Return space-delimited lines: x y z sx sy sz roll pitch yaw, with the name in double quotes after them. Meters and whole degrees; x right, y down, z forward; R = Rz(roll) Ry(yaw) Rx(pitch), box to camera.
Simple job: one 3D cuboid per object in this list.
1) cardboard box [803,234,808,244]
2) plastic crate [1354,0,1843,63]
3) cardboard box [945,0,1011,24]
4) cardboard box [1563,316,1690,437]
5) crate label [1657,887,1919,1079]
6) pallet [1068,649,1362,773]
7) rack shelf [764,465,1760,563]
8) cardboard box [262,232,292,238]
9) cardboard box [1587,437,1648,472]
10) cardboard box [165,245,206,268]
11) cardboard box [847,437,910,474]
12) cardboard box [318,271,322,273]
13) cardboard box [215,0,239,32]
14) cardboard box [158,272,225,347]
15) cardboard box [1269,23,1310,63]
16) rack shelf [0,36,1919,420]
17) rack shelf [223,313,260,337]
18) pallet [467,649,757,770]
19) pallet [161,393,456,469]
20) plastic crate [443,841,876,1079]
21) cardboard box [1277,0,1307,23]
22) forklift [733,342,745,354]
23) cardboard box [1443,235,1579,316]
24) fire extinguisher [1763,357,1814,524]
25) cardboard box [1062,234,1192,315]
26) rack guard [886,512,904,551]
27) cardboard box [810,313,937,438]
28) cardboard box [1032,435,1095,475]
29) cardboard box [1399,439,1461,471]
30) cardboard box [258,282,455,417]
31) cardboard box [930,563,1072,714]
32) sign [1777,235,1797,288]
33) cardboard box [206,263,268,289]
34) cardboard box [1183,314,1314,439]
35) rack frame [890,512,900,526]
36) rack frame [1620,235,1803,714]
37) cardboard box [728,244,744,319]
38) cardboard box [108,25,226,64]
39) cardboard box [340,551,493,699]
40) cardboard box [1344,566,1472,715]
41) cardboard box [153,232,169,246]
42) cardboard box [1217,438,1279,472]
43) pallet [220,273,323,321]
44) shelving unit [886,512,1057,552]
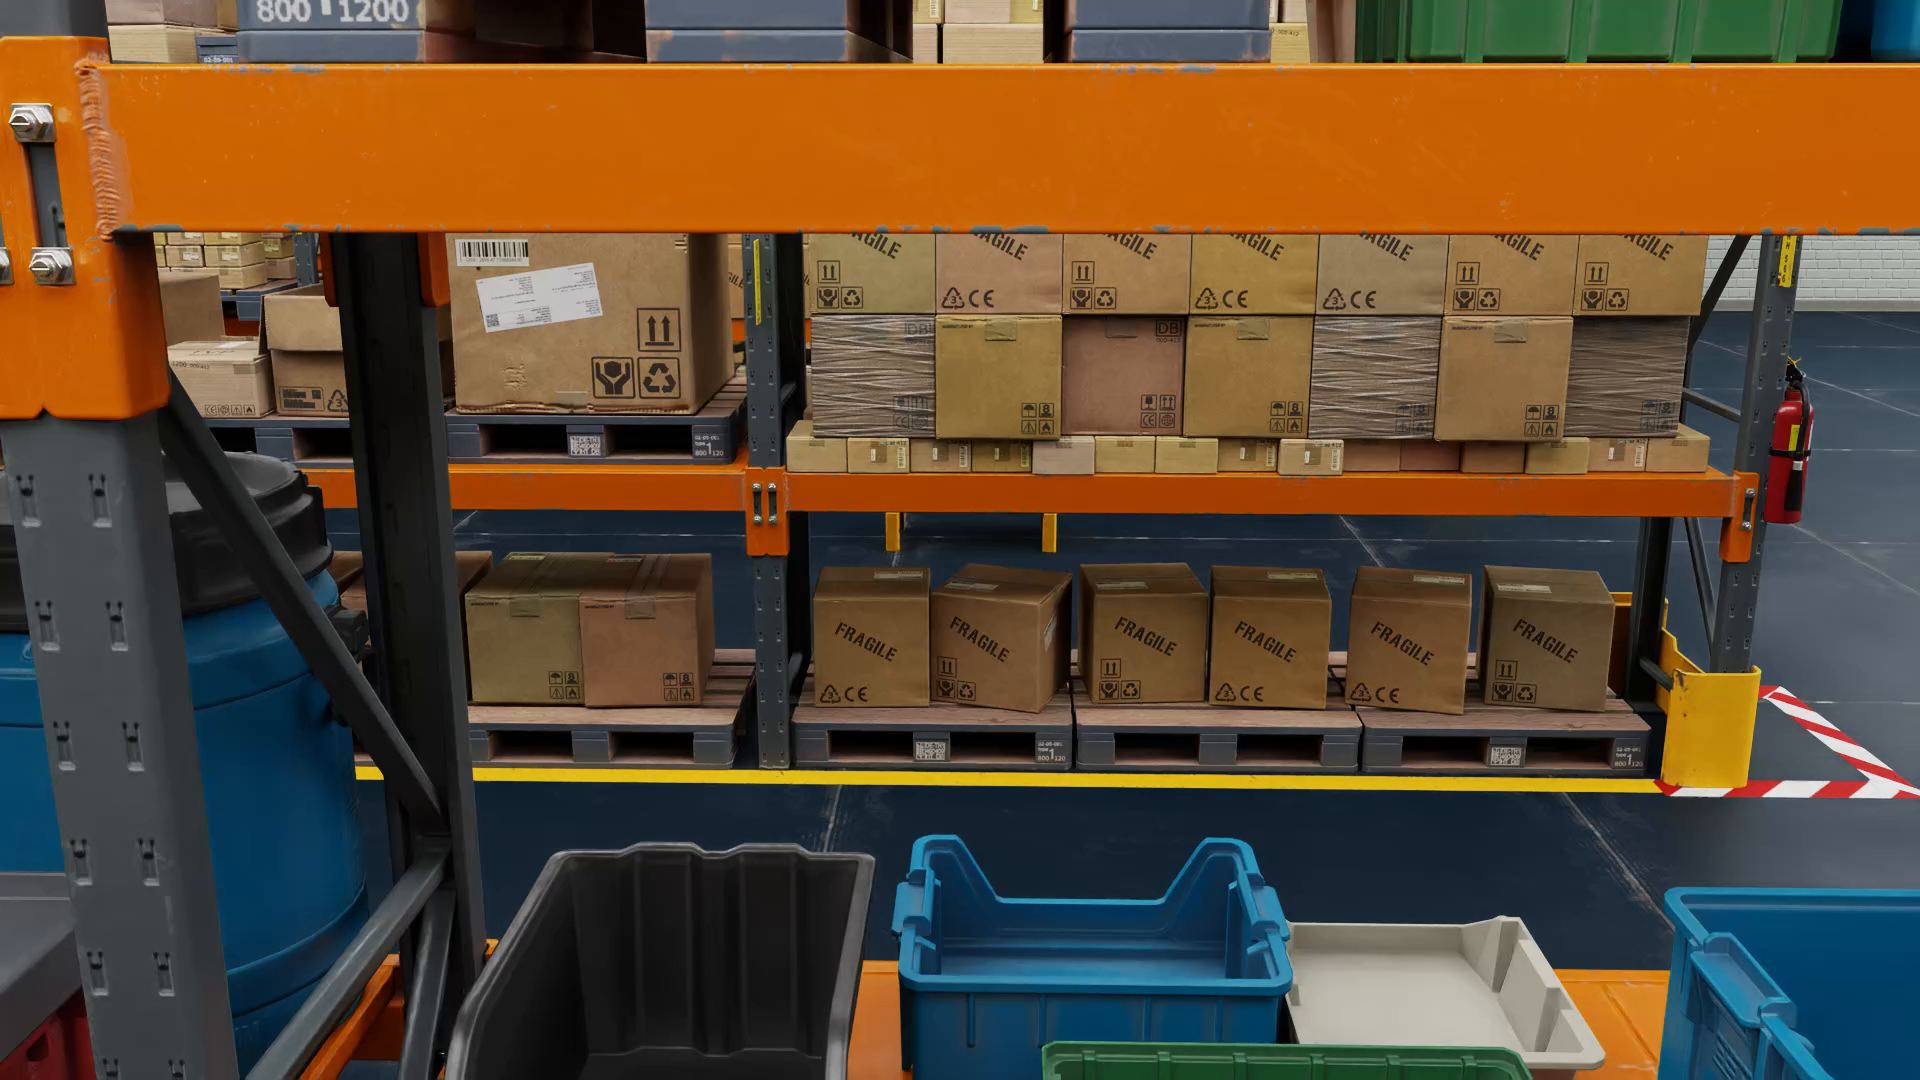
-1.052 -2.390 11.862 0.500 0.500 0.700 0 15 0 "cardboard box"
0.661 -0.597 1.759 0.450 0.188 0.336 0 15 1 "plastic crate"
0.073 -2.090 6.516 0.250 0.149 0.380 0 15 2 "cardboard box"
2.666 -0.769 7.095 0.500 0.500 0.875 0 15 1 "cardboard box"
1.242 0.737 2.098 0.616 0.435 0.502 0 15 1 "crate label"
1.112 0.759 7.550 1.213 0.211 1.003 0 15 1 "pallet"
1.216 -0.231 7.247 4.000 0.370 1.077 0 15 1 "rack shelf"
-5.016 -2.304 12.196 0.250 0.149 0.380 0 15 2 "cardboard box"
2.675 -0.396 6.952 0.250 0.149 0.380 0 15 1 "cardboard box"
-5.327 -1.996 11.613 0.250 0.149 0.380 1 15 4 "cardboard box"
-0.326 -0.388 6.922 0.250 0.149 0.380 0 15 1 "cardboard box"
-6.109 -2.354 17.223 0.875 0.875 0.875 1 15 2 "cardboard box"
-3.291 -2.412 7.045 0.500 0.500 0.500 1 15 2 "cardboard box"
-3.681 -0.898 7.345 0.500 0.500 0.700 3 15 10 "cardboard box"
1.213 -1.892 6.546 0.500 0.250 0.500 0 15 0 "cardboard box"
1.090 -0.419 2.077 4.000 0.370 1.077 0 15 1 "rack shelf"
-6.554 -1.548 12.236 4.000 0.370 1.077 0 15 1 "rack shelf"
-1.562 0.751 7.578 1.213 0.211 1.003 0 15 1 "pallet"
-2.802 -0.523 7.318 1.213 0.211 1.003 0 15 1 "pallet"
-0.390 0.737 2.289 0.504 0.338 0.767 0 15 1 "plastic crate"
1.357 -2.083 6.487 0.250 0.149 0.380 0 15 -1 "cardboard box"
-2.331 -2.351 14.004 1.130 2.935 3.031 5 16 19 "forklift"
2.159 -1.184 6.709 0.500 0.500 0.500 0 15 1 "cardboard box"
3.318 -0.410 6.667 0.183 0.674 0.296 0 15 1 "fire extinguisher"
0.660 -1.194 6.745 0.500 0.500 0.500 0 15 1 "cardboard box"
-0.422 -0.124 10.819 0.087 0.250 0.587 0 15 1 "rack guard"
-0.335 -0.766 7.083 0.500 0.500 0.875 0 15 1 "cardboard box"
0.423 -0.382 6.899 0.250 0.149 0.380 0 15 1 "cardboard box"
1.926 -0.402 6.976 0.250 0.149 0.380 0 15 1 "cardboard box"
-2.519 -0.833 7.091 0.637 0.503 0.797 2 15 7 "cardboard box"
0.188 0.428 7.414 0.500 0.500 0.500 5 16 19 "cardboard box"
3.181 -1.137 6.382 0.005 0.325 0.100 0 15 1 "sign"
-5.059 -1.850 11.641 0.250 0.149 0.380 1 15 2 "cardboard box"
1.165 -0.762 7.069 0.500 0.500 0.875 0 15 1 "cardboard box"
-0.423 -0.728 10.659 0.032 1.500 0.500 0 15 1 "rack frame"
3.215 -0.566 7.106 0.127 3.000 1.000 0 15 1 "rack frame"
-1.589 -1.843 11.750 0.500 0.500 0.500 0 15 1 "cardboard box"
-3.291 -1.924 6.666 0.500 0.250 0.500 1 15 3 "cardboard box"
-2.432 0.383 7.546 0.500 0.500 0.700 -1 15 -3 "cardboard box"
1.993 0.436 7.384 0.500 0.500 0.500 4 15 16 "cardboard box"
-5.569 -2.142 11.581 0.250 0.149 0.380 1 15 3 "cardboard box"
1.175 -0.396 6.954 0.250 0.149 0.380 0 15 1 "cardboard box"
-5.269 -1.767 12.034 1.003 0.211 1.213 0 15 1 "pallet"
0.076 -0.725 10.647 1.083 1.500 0.587 0 15 1 "shelving unit"
